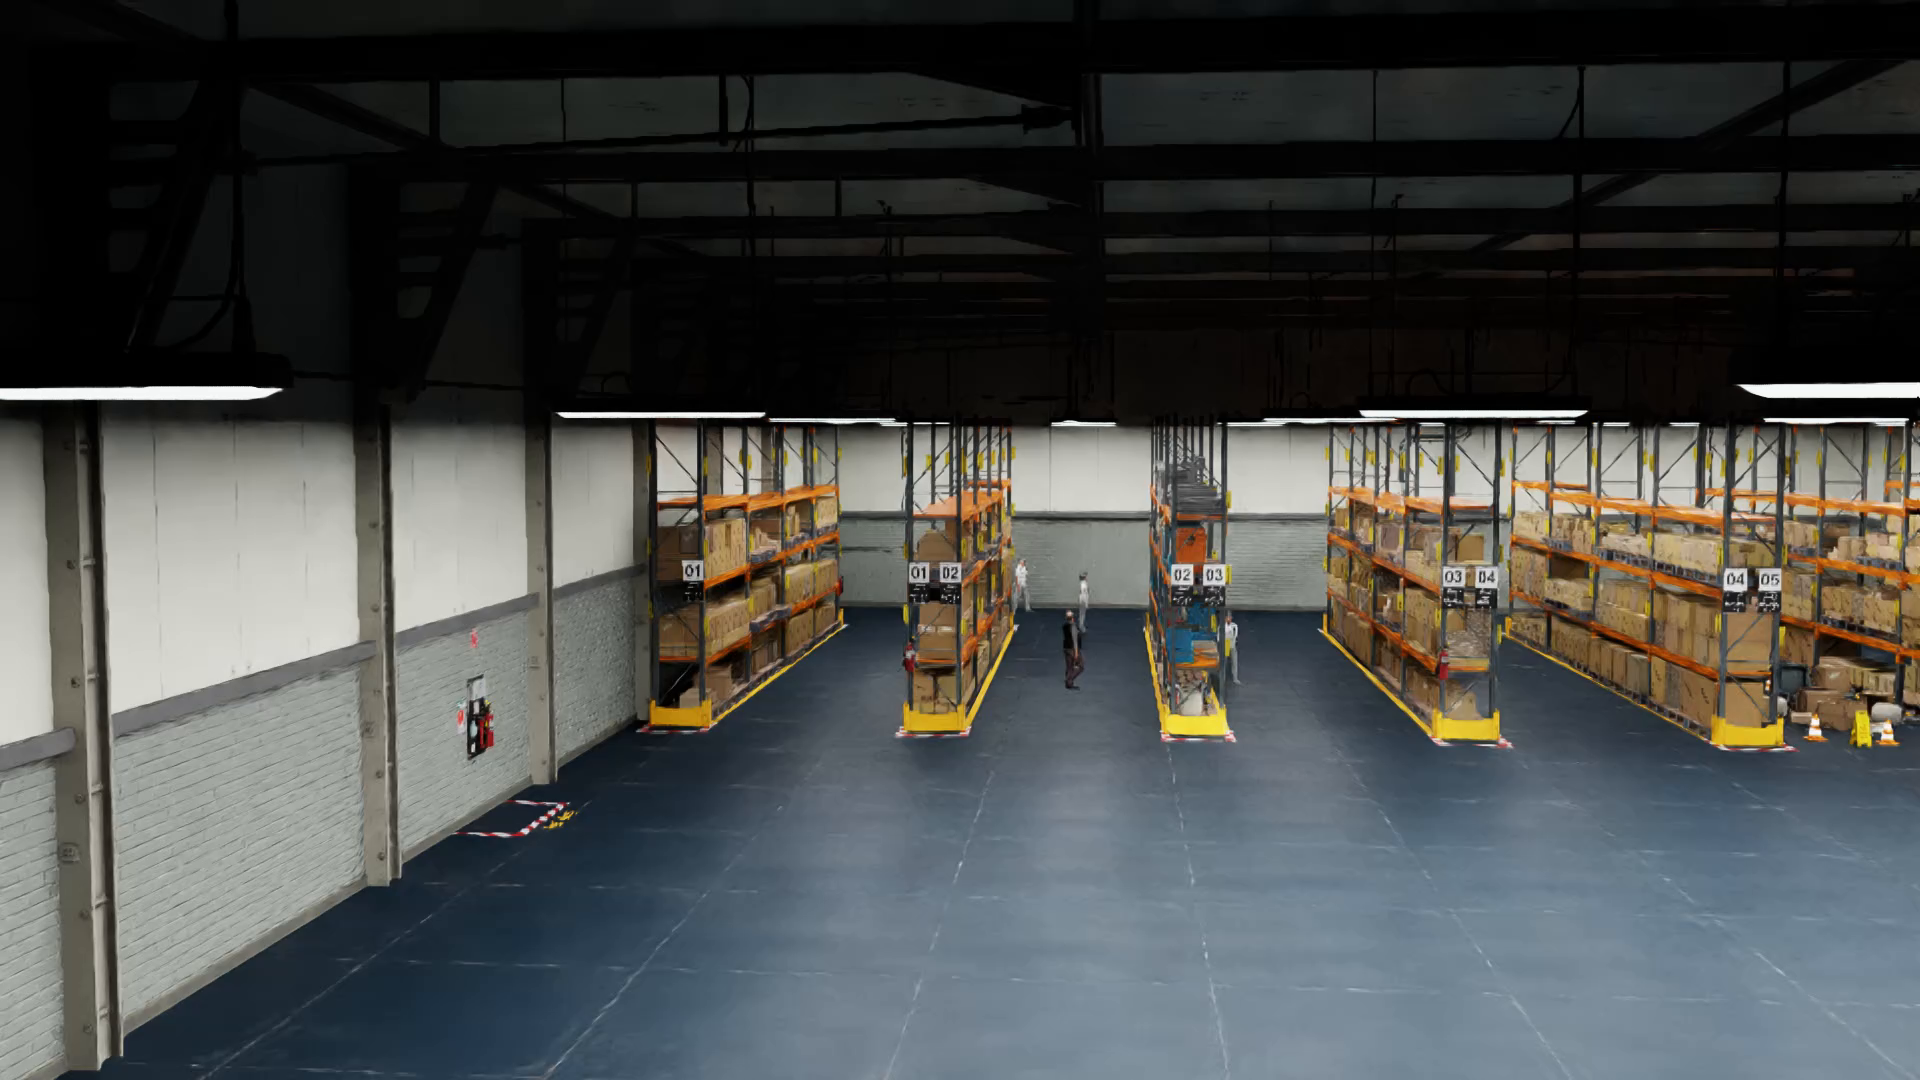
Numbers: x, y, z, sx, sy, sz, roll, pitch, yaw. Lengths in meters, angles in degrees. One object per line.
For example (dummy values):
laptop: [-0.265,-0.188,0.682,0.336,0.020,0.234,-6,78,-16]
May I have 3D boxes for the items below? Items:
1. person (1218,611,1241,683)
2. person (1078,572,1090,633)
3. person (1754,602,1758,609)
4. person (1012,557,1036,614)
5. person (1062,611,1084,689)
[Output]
person: [6.007,2.381,37.366,0.470,1.621,0.995,0,4,-3]
person: [3.476,1.731,46.602,0.357,1.688,0.607,0,4,-1]
person: [18.555,2.267,38.713,0.569,1.668,0.560,3,5,36]
person: [1.924,1.383,51.296,0.549,1.757,0.747,3,5,37]
person: [2.449,2.414,36.381,0.417,1.718,0.576,-2,4,-24]
